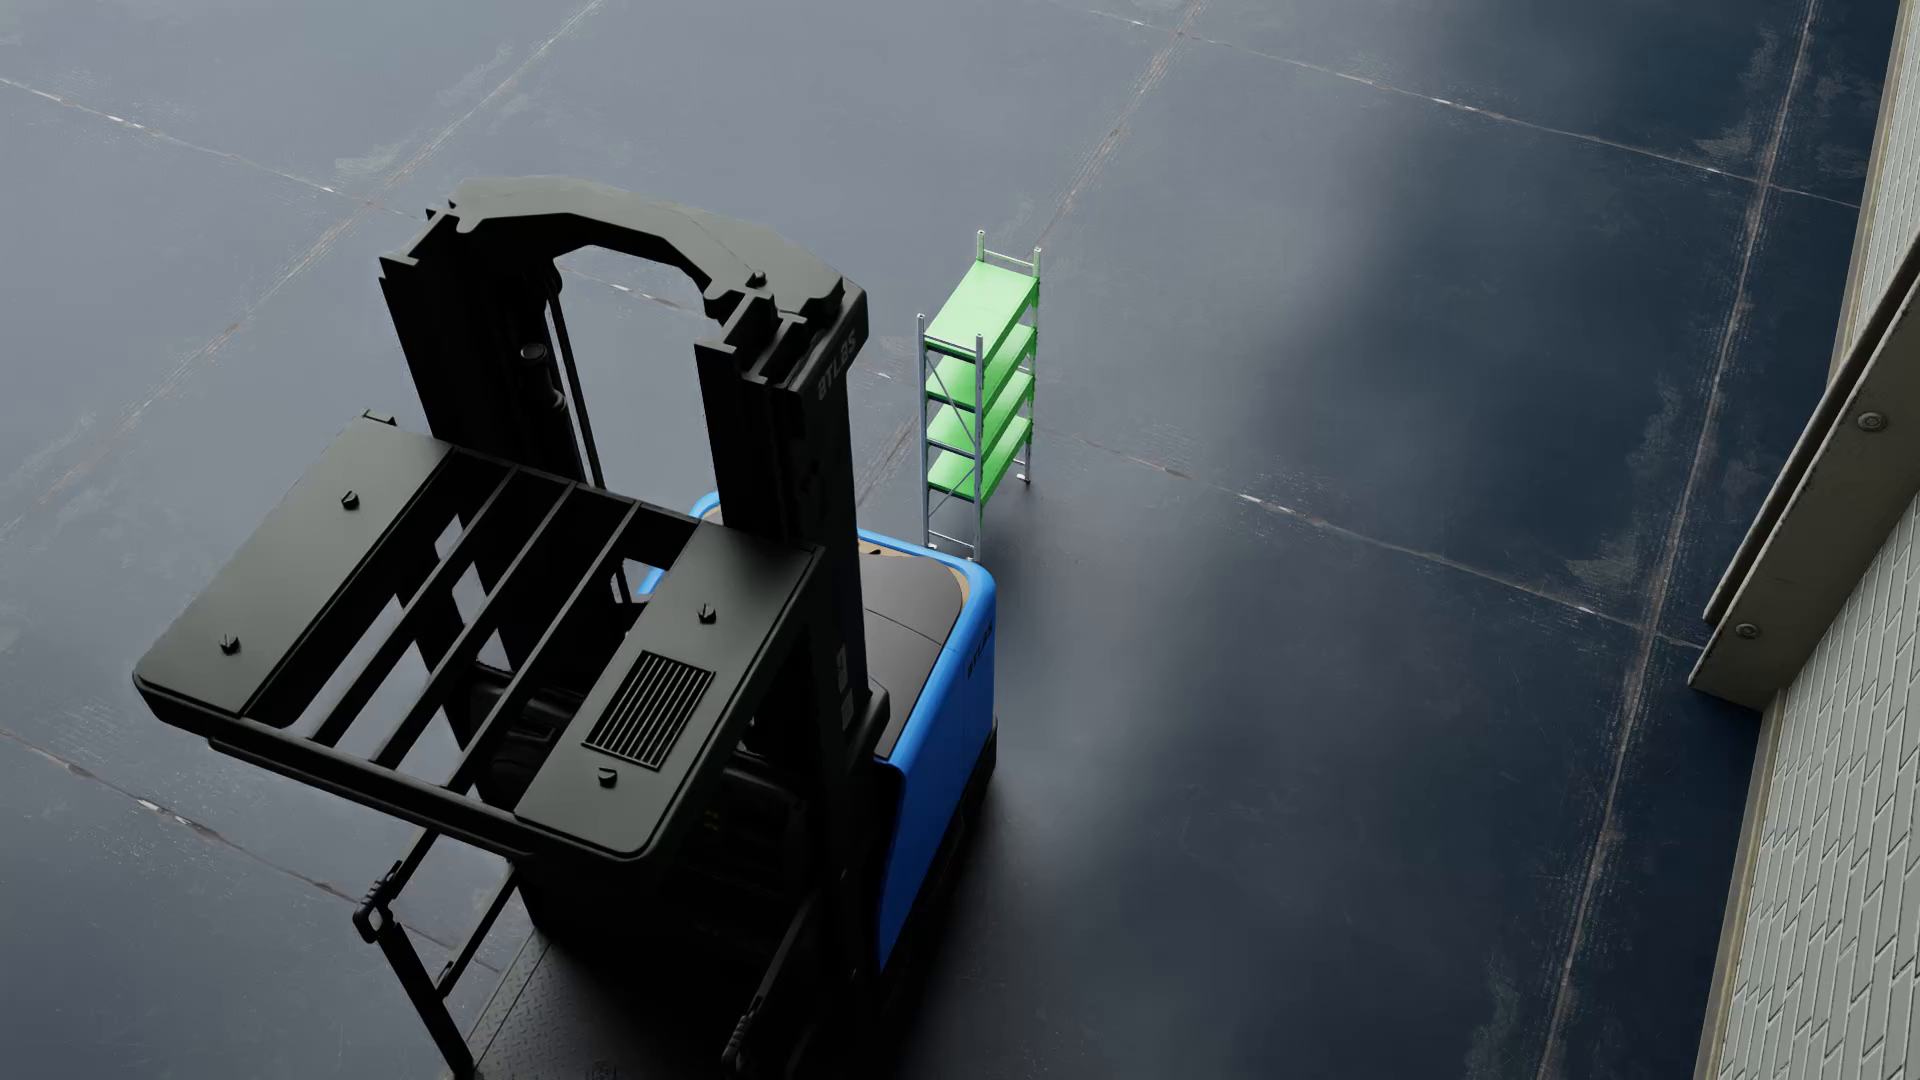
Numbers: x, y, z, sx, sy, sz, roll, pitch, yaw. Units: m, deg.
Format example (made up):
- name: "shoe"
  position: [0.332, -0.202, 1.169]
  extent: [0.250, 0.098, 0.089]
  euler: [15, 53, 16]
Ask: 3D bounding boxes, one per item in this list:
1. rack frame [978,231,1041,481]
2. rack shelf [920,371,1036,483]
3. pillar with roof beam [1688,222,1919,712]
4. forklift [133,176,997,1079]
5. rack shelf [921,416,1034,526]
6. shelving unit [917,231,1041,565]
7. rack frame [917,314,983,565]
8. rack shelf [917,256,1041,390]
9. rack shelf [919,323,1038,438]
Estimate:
- name: "rack frame"
  position: [0.175, -0.671, 6.348]
  extent: [0.240, 1.200, 0.015]
  euler: [20, 52, 16]
- name: "rack shelf"
  position: [0.071, -0.461, 6.254]
  extent: [0.258, 0.148, 0.480]
  euler: [20, 52, 16]
- name: "pillar with roof beam"
  position: [-0.996, -3.868, 3.948]
  extent: [9.100, 9.000, 0.400]
  euler: [20, 52, 16]
- name: "forklift"
  position: [-0.880, 0.749, 4.004]
  extent: [1.130, 2.935, 3.031]
  euler: [16, 52, 14]
- name: "rack shelf"
  position: [0.071, -0.306, 6.437]
  extent: [0.258, 0.148, 0.480]
  euler: [20, 52, 16]
- name: "shelving unit"
  position: [0.071, -0.503, 6.205]
  extent: [0.258, 1.200, 0.503]
  euler: [20, 52, 16]
- name: "rack frame"
  position: [-0.034, -0.335, 6.062]
  extent: [0.240, 1.200, 0.015]
  euler: [20, 52, 16]
- name: "rack shelf"
  position: [0.071, -0.772, 5.888]
  extent: [0.258, 0.148, 0.480]
  euler: [20, 52, 16]
- name: "rack shelf"
  position: [0.071, -0.617, 6.071]
  extent: [0.258, 0.148, 0.480]
  euler: [20, 52, 16]
